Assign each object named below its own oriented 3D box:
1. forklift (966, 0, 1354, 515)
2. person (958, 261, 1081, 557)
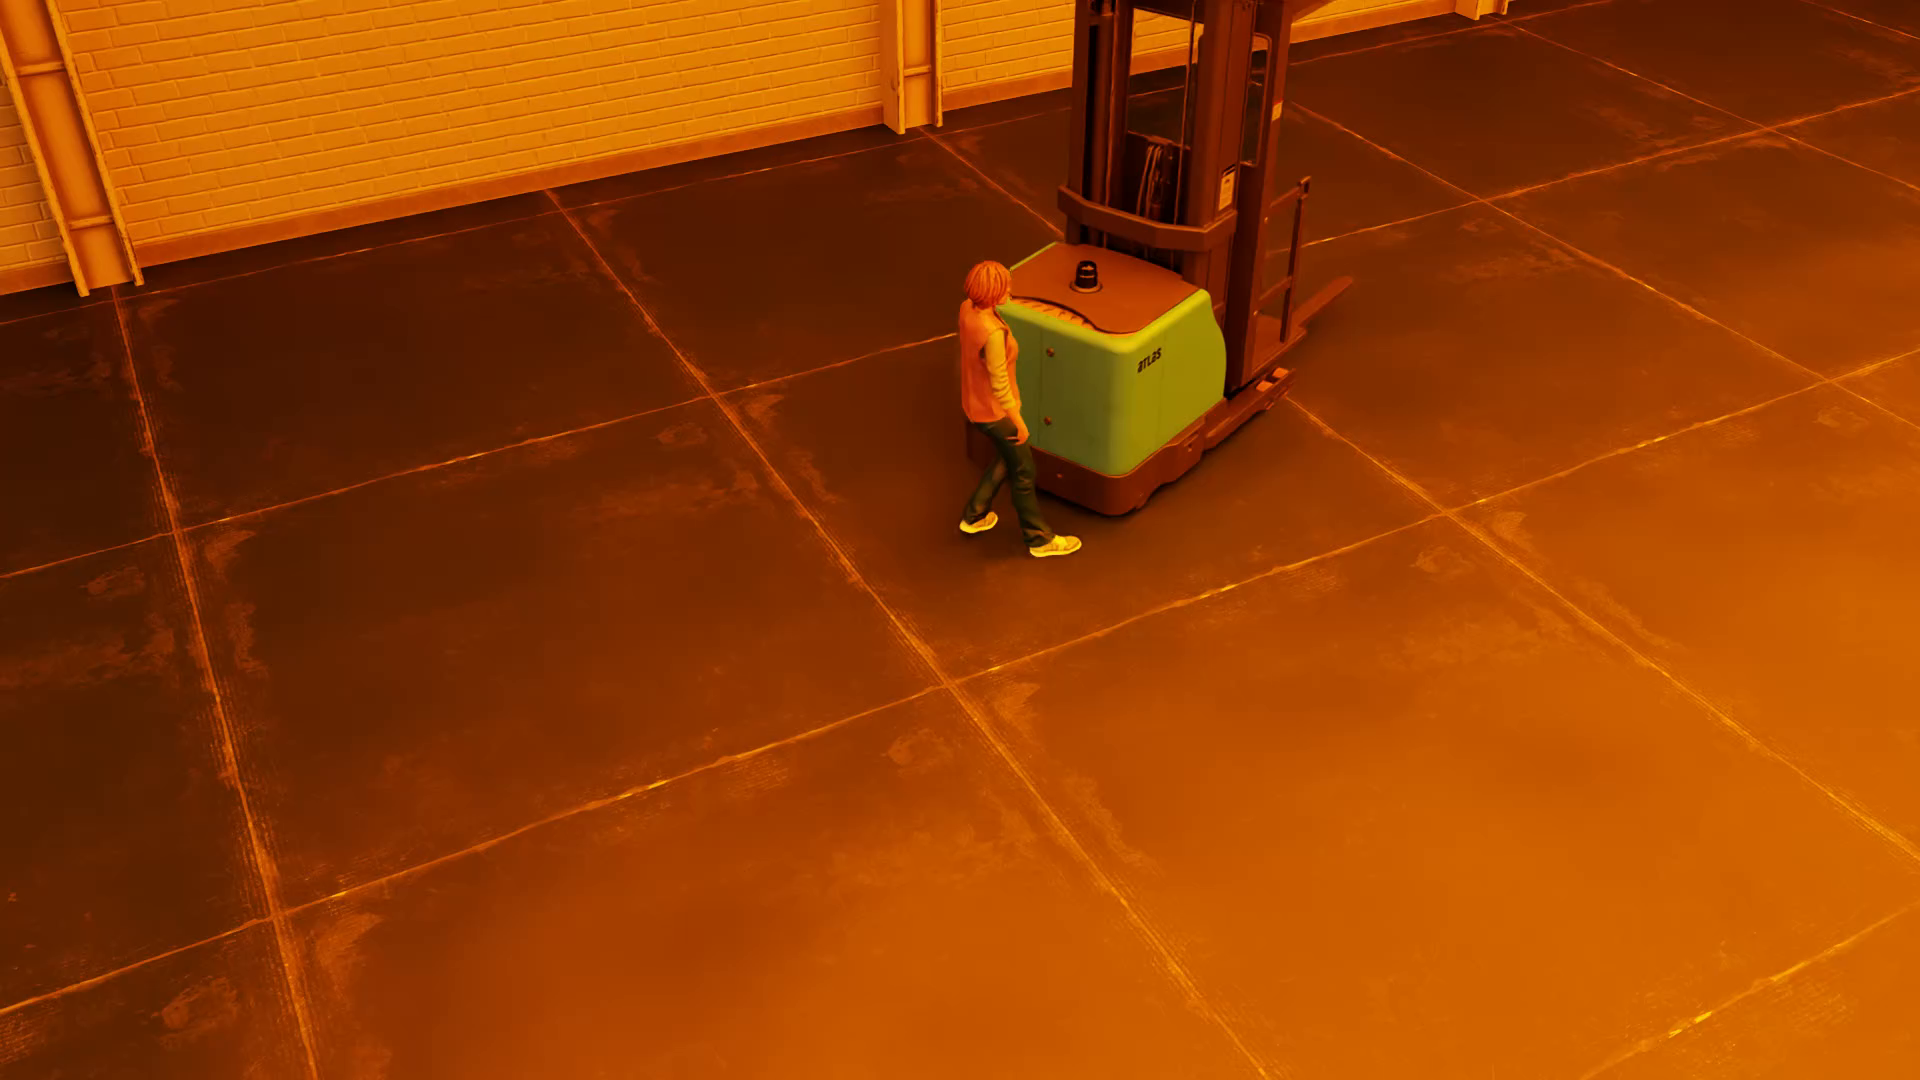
[{"bbox_3d":[1.335,-2.117,9.118,1.130,2.935,3.031,24,42,30],"label":"forklift"},{"bbox_3d":[0.286,-0.684,8.280,0.597,1.547,0.575,-7,36,-10],"label":"person"}]
